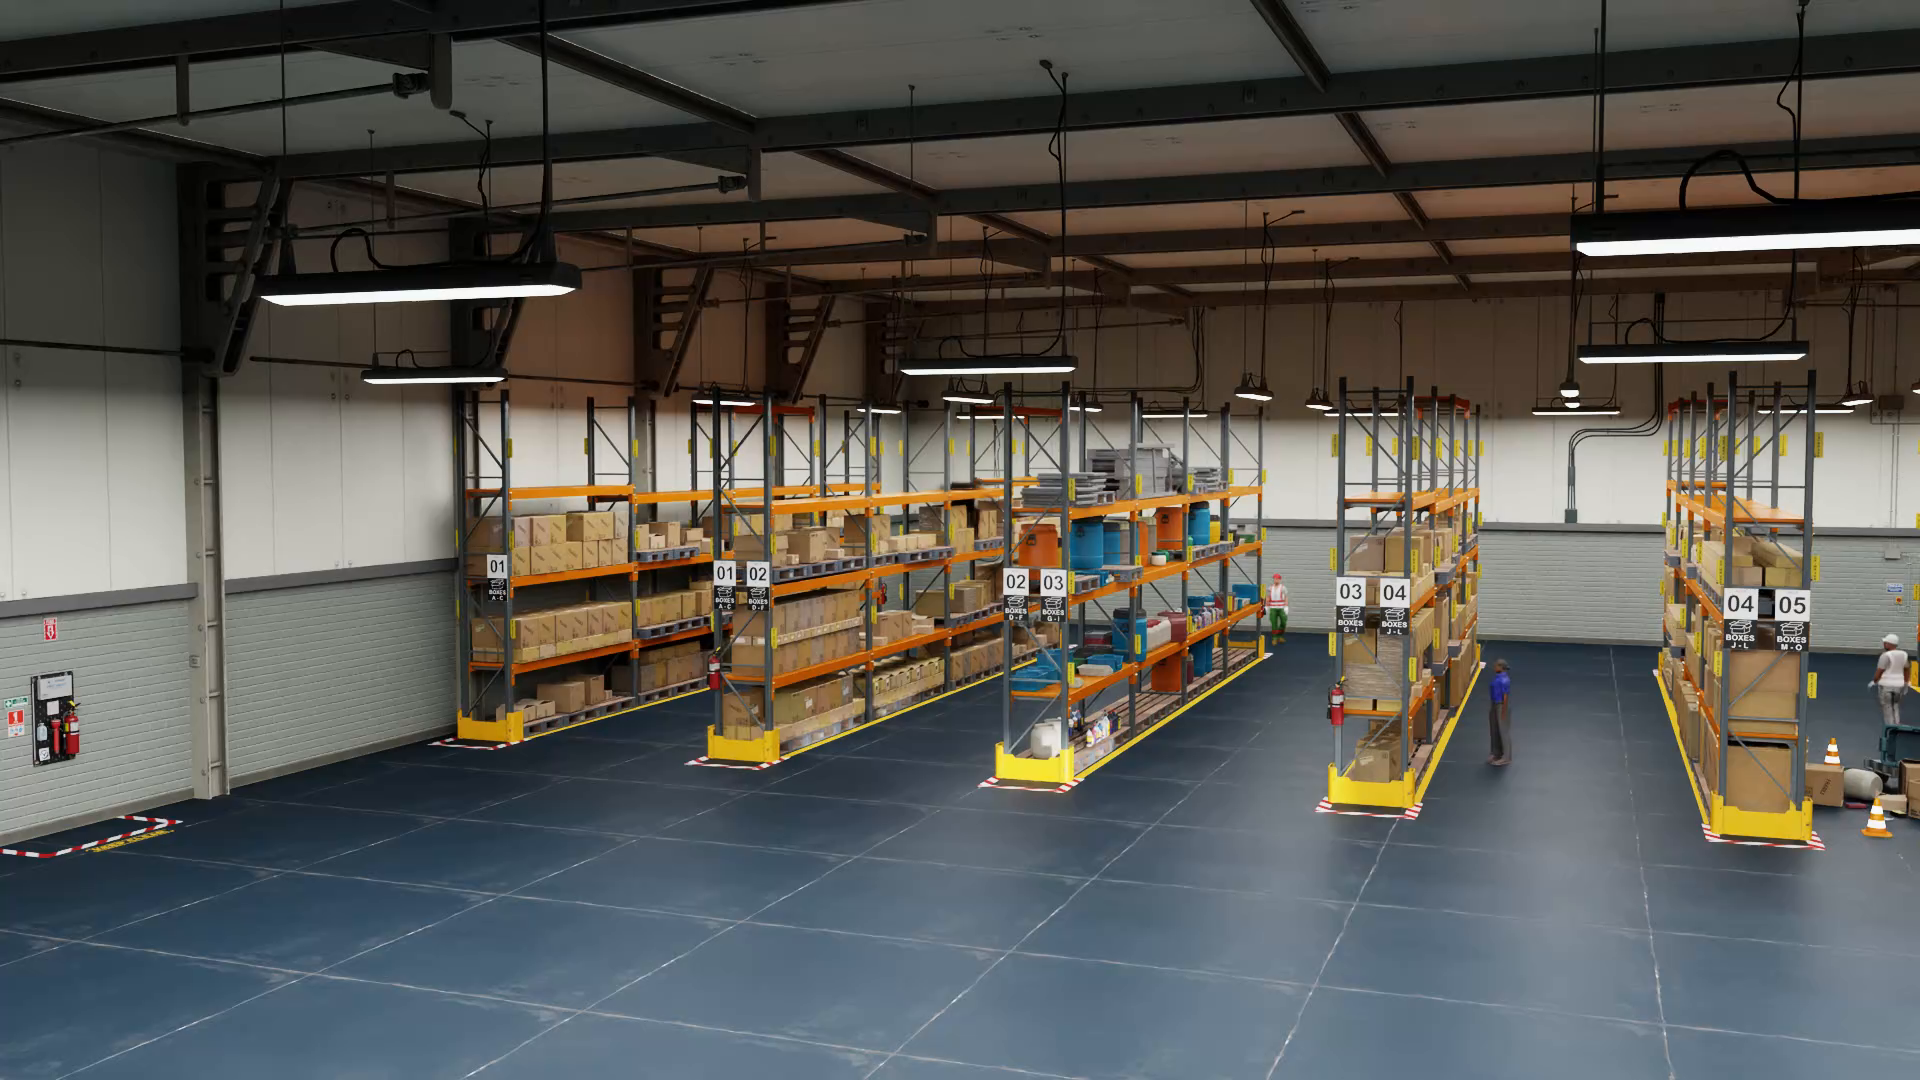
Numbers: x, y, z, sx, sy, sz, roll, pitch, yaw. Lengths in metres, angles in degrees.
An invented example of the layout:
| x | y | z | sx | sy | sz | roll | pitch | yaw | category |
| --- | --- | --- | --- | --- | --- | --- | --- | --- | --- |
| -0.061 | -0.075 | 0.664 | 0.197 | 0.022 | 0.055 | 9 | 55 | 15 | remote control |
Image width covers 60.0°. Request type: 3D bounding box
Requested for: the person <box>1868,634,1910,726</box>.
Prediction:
| x | y | z | sx | sy | sz | roll | pitch | yaw | category |
| --- | --- | --- | --- | --- | --- | --- | --- | --- | --- |
| 16.025 | 2.530 | 28.665 | 0.636 | 1.824 | 0.596 | 0 | 3 | 9 | person |

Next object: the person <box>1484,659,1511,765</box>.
| x | y | z | sx | sy | sz | roll | pitch | yaw | category |
| --- | --- | --- | --- | --- | --- | --- | --- | --- | --- |
| 8.572 | 2.715 | 26.449 | 0.366 | 1.660 | 0.542 | 0 | 3 | -8 | person |

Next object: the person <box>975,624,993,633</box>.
| x | y | z | sx | sy | sz | roll | pitch | yaw | category |
| --- | --- | --- | --- | --- | --- | --- | --- | --- | --- |
| 0.638 | 1.740 | 43.628 | 0.661 | 1.692 | 0.545 | 1 | 3 | 21 | person |

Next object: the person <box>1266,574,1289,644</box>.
| x | y | z | sx | sy | sz | roll | pitch | yaw | category |
| --- | --- | --- | --- | --- | --- | --- | --- | --- | --- |
| 8.105 | 1.760 | 42.513 | 0.592 | 1.797 | 0.430 | 1 | 3 | 11 | person |

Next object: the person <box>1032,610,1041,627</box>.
| x | y | z | sx | sy | sz | roll | pitch | yaw | category |
| --- | --- | --- | --- | --- | --- | --- | --- | --- | --- |
| 2.209 | 1.680 | 44.889 | 0.510 | 1.662 | 0.454 | -2 | 4 | -27 | person |
